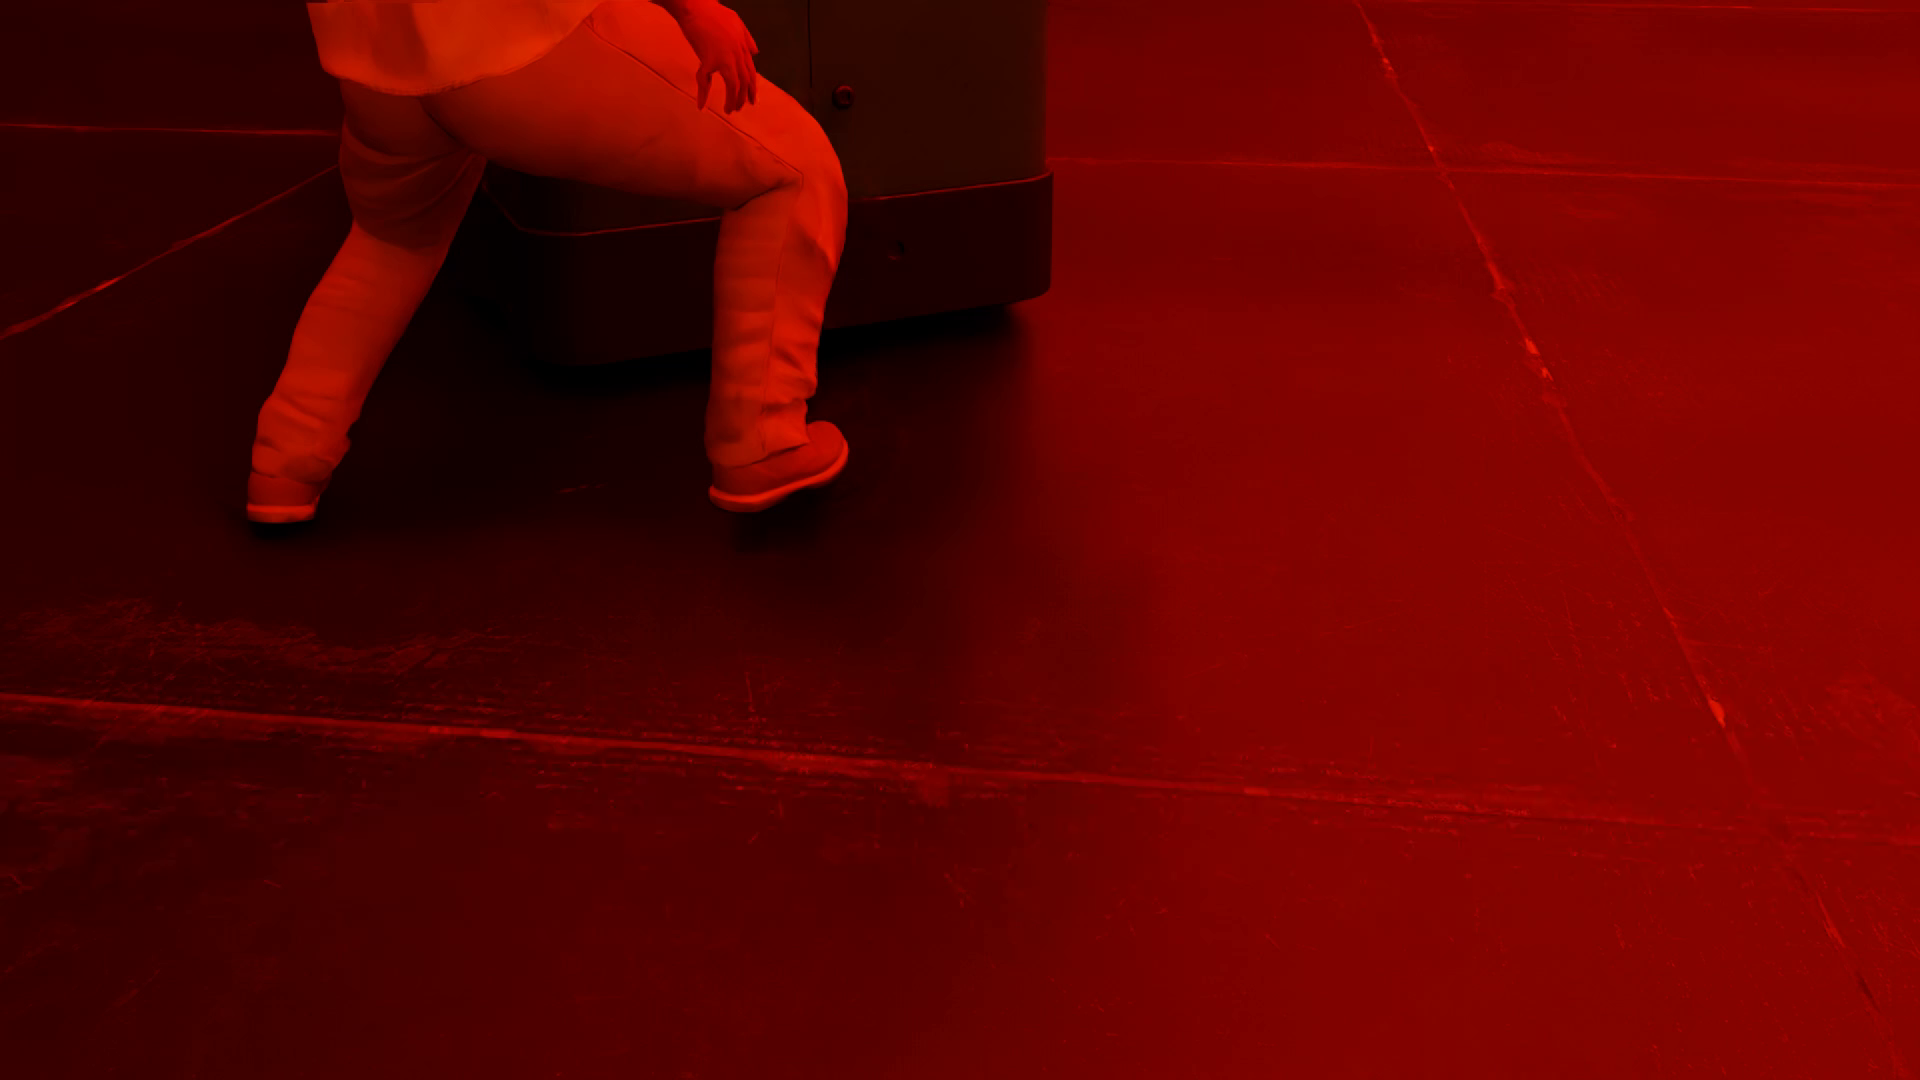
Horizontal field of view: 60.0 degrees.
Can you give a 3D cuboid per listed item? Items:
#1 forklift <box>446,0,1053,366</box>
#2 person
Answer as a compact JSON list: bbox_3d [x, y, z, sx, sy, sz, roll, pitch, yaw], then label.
[{"bbox_3d":[-0.900,-2.251,3.730,1.130,2.935,3.031,-12,29,-22],"label":"forklift"},{"bbox_3d":[-0.685,-0.731,2.305,0.895,1.546,0.696,20,33,34],"label":"person"}]
